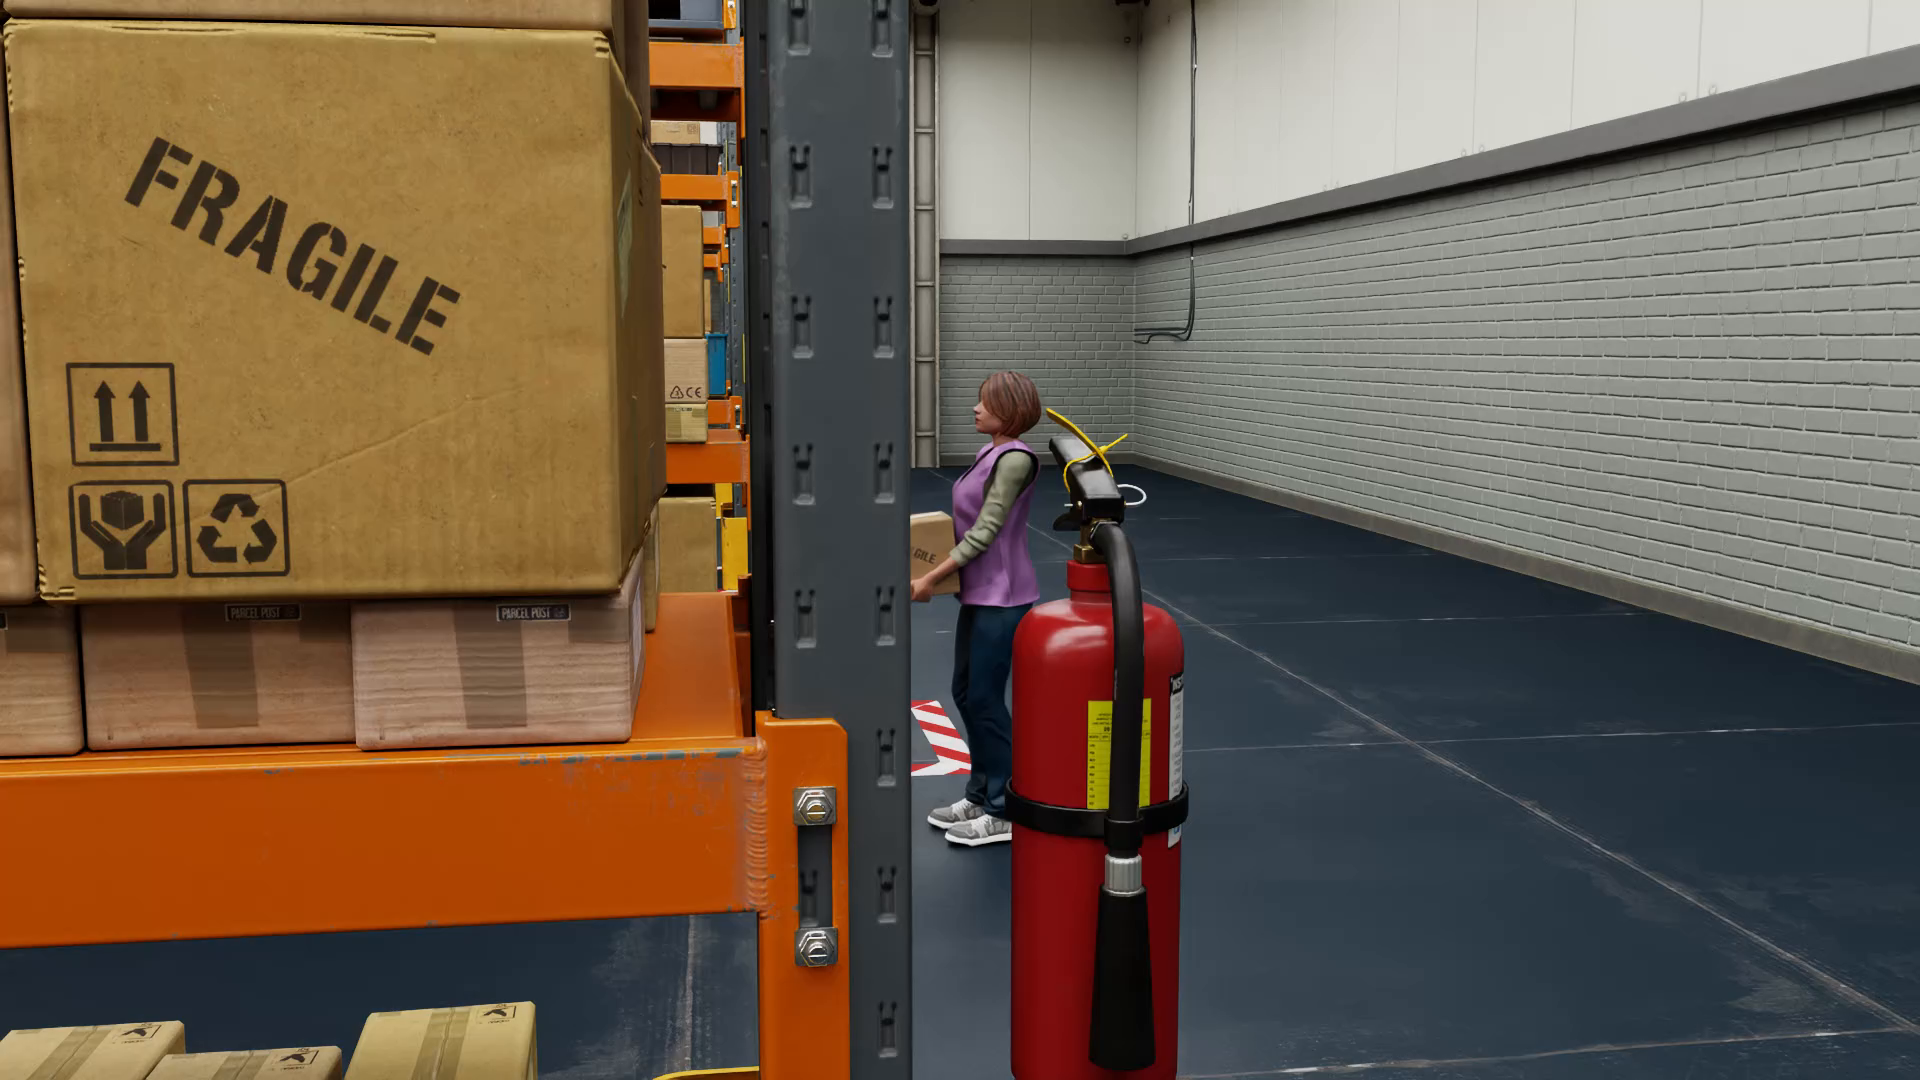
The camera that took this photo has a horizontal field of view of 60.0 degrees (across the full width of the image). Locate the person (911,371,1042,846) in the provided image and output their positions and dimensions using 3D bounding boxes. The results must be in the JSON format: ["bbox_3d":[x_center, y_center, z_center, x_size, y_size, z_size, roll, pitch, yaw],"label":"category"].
[{"bbox_3d":[0.028,0.225,5.631,0.493,1.589,0.408,-1,7,-9],"label":"person"}]
